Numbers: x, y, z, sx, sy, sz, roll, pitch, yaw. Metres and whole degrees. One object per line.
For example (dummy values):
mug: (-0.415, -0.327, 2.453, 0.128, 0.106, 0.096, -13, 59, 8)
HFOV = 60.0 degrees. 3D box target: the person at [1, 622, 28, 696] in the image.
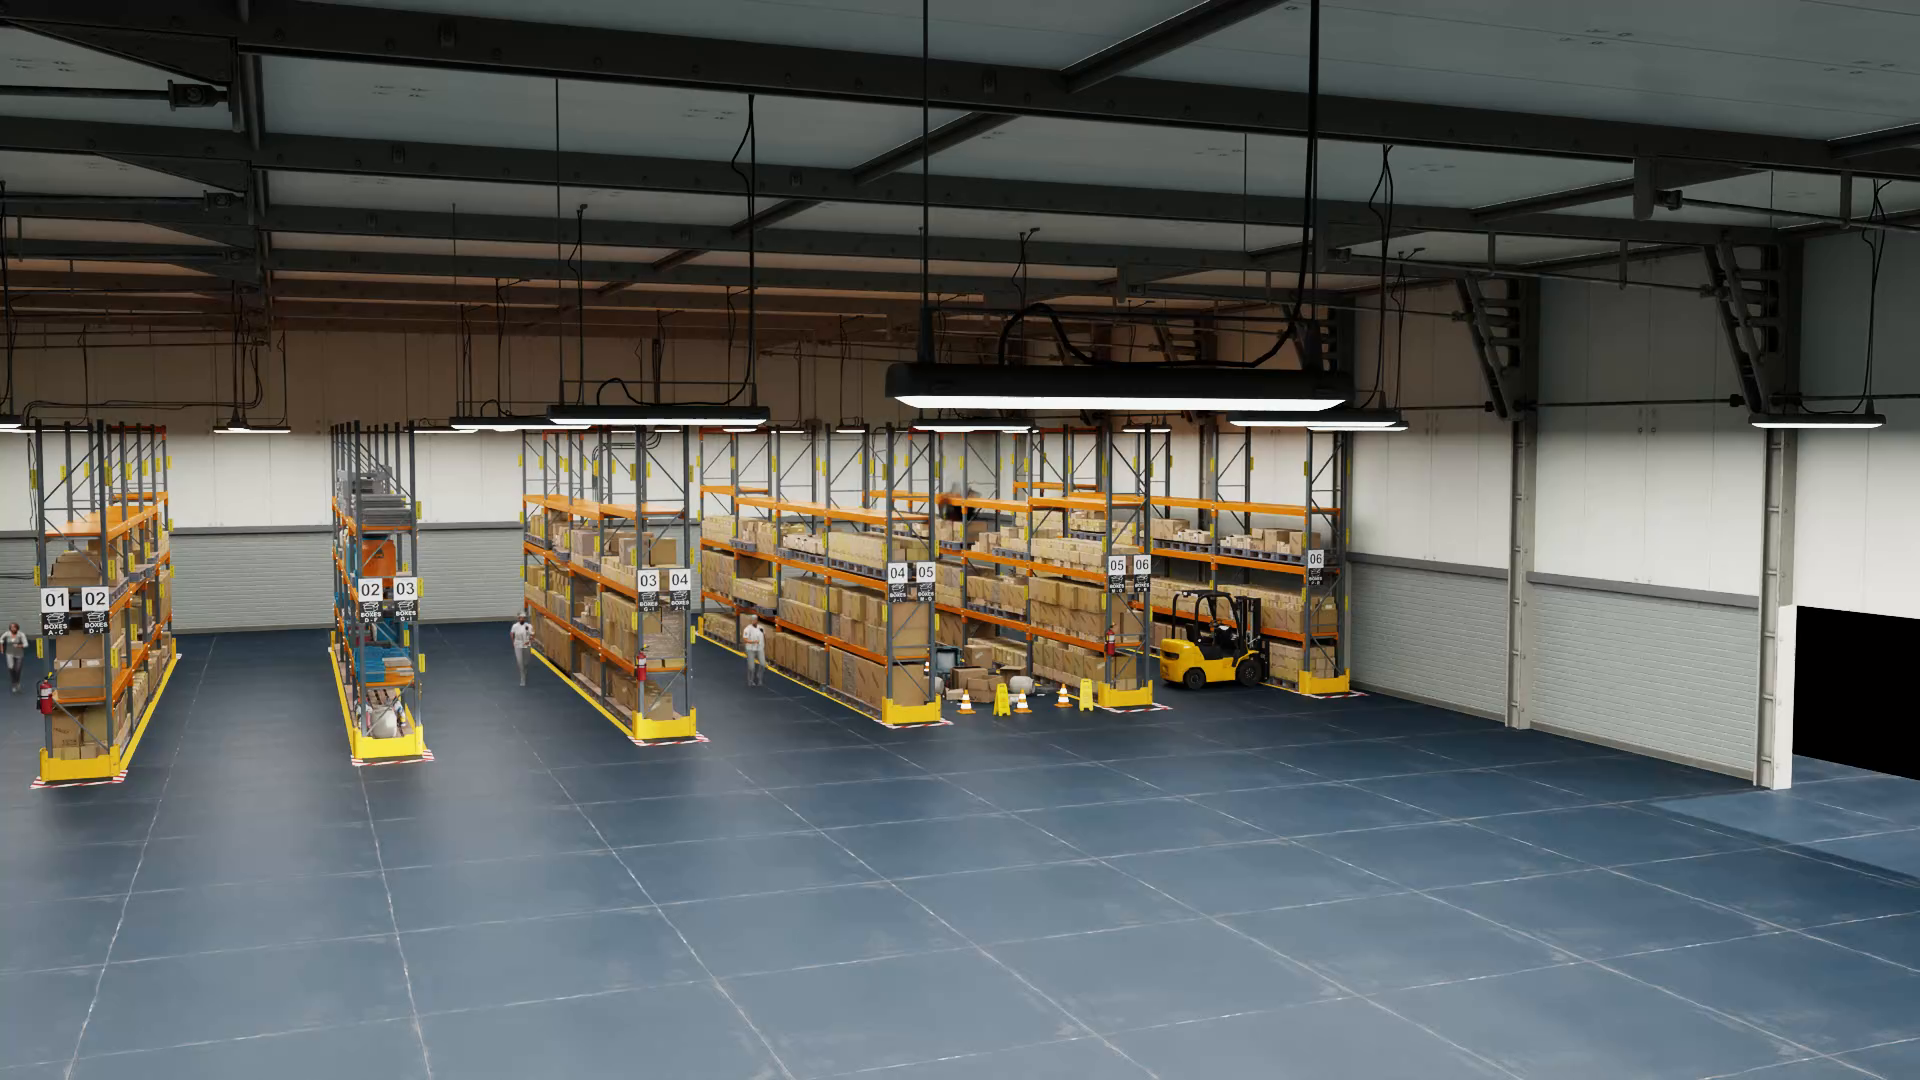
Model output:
person: (-21.009, 2.632, 36.957, 0.555, 1.592, 0.784, -2, 4, -24)

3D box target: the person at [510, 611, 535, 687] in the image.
person: (-10.117, 2.500, 38.510, 0.547, 1.712, 1.069, -1, 4, -21)

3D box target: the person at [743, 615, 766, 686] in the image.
person: (-4.659, 2.525, 37.934, 0.579, 1.648, 0.643, -2, 4, -24)
